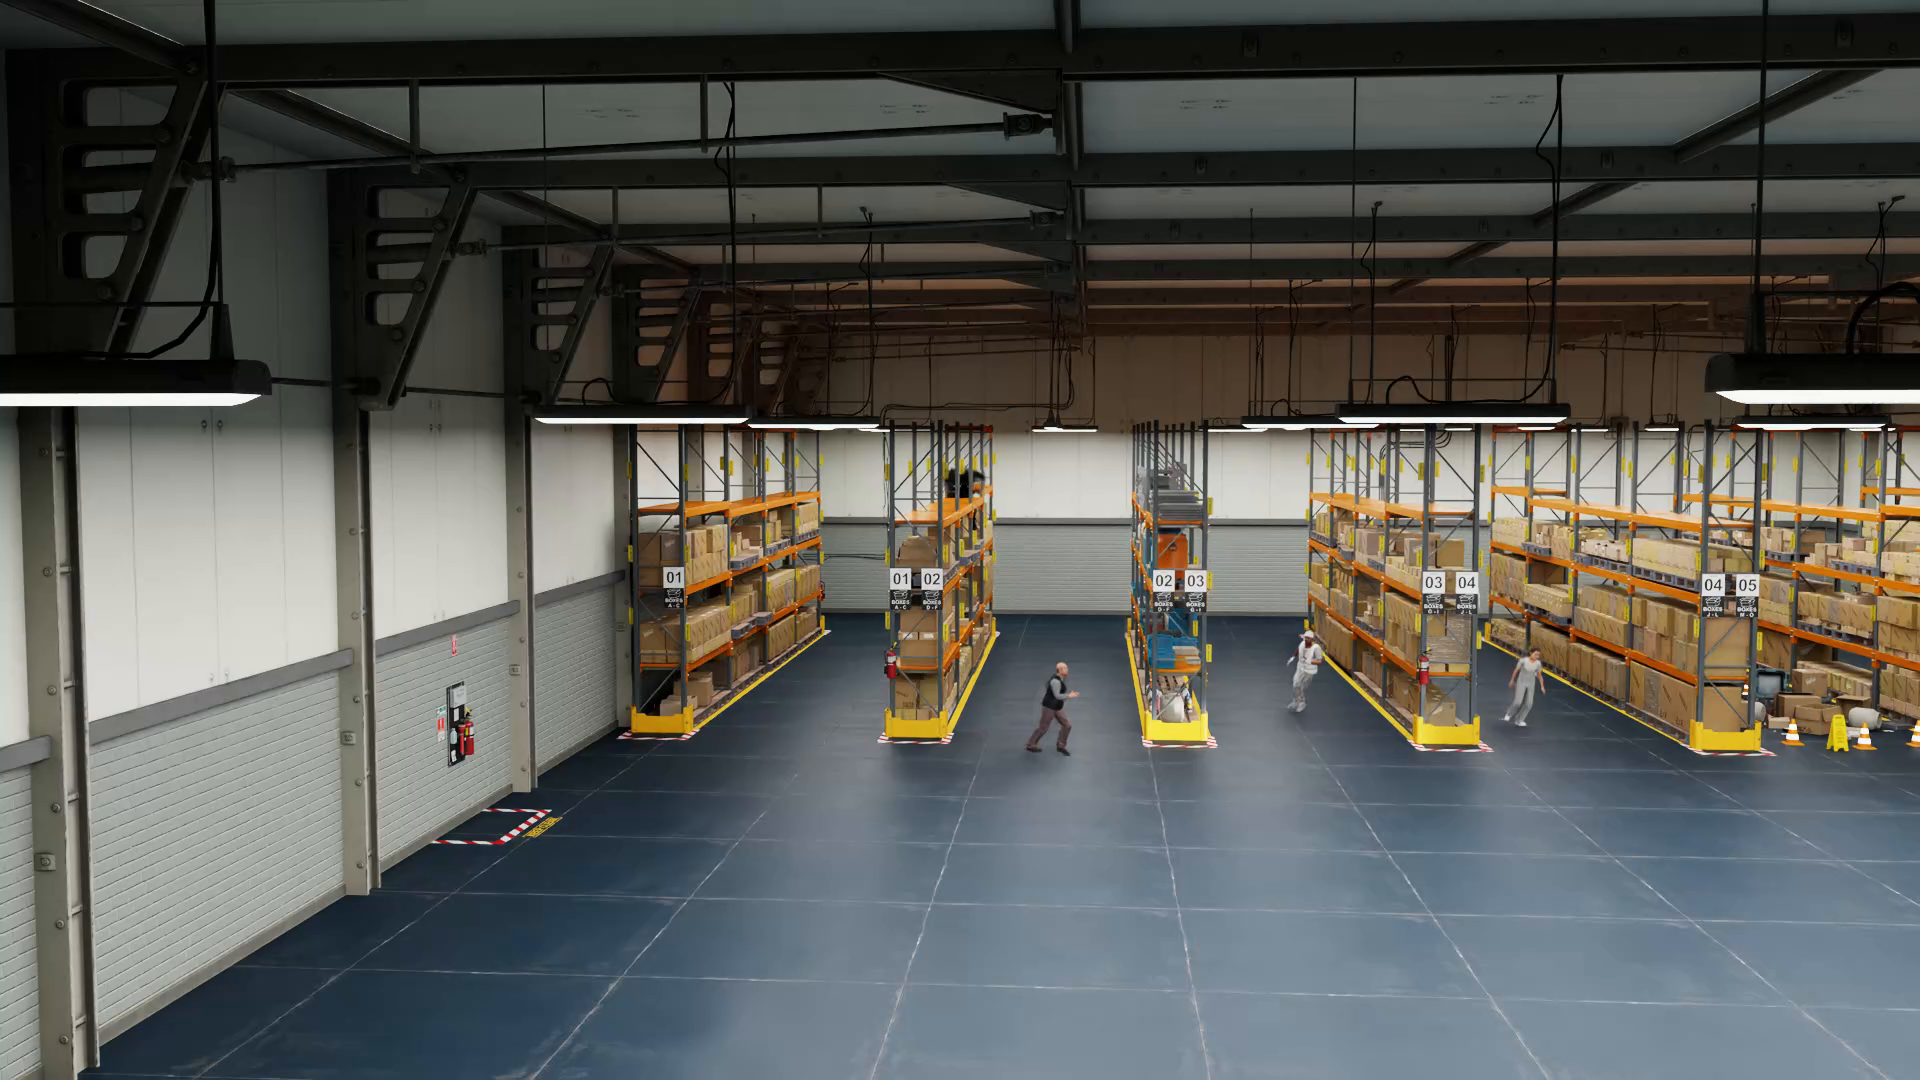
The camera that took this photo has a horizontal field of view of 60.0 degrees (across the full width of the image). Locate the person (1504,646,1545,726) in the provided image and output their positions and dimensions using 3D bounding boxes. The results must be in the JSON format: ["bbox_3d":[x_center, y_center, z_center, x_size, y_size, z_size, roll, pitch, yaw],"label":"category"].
[{"bbox_3d":[11.069,2.857,32.606,0.692,1.581,0.597,0,4,-4],"label":"person"}]

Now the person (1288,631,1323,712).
[{"bbox_3d":[7.096,2.684,34.285,0.818,1.677,0.724,2,4,26],"label":"person"}]

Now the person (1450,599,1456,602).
[{"bbox_3d":[14.178,1.918,47.057,0.563,1.710,0.985,3,4,36],"label":"person"}]

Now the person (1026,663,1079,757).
[{"bbox_3d":[1.658,3.019,29.564,0.984,1.710,0.647,1,4,22],"label":"person"}]
